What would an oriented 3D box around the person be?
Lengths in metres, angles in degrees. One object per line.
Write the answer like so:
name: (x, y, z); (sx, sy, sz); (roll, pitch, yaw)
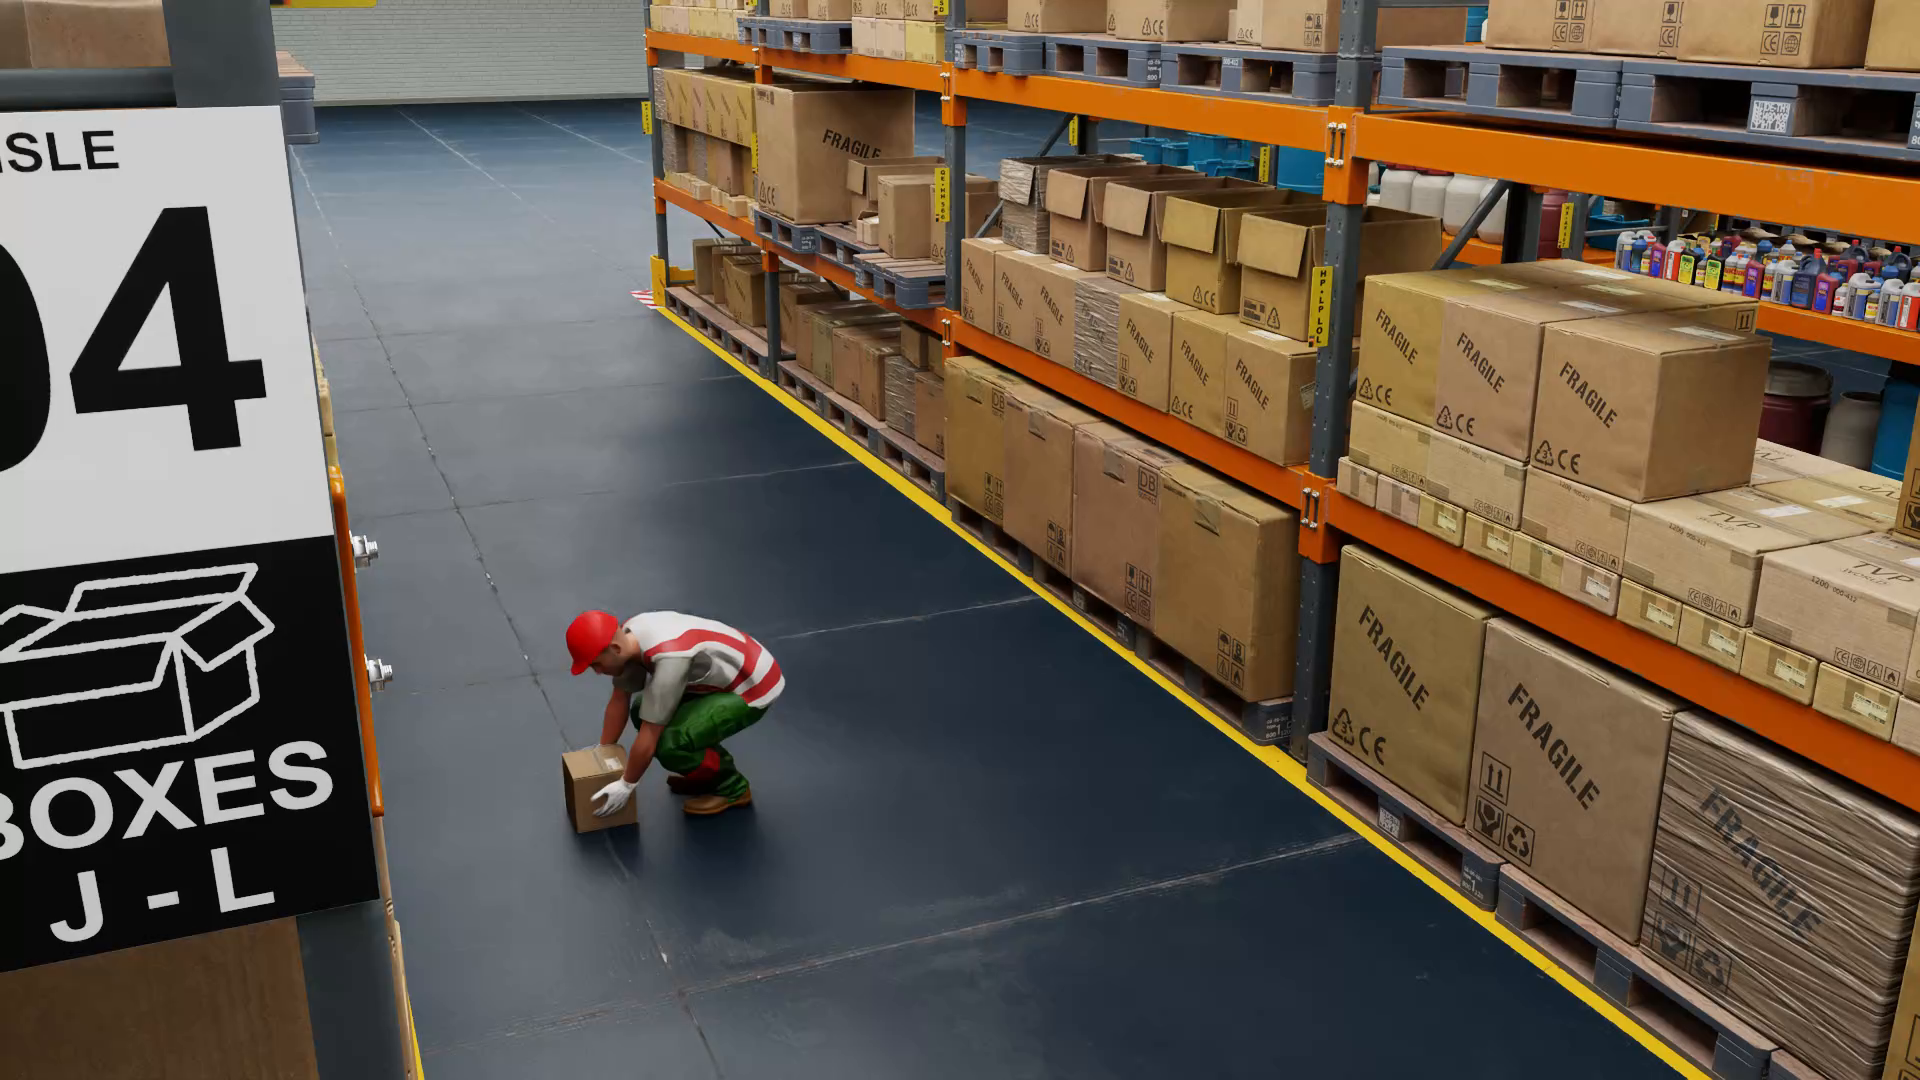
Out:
person: (-1.161, 0.672, 6.874); (0.885, 0.937, 0.570); (-8, 20, -22)
